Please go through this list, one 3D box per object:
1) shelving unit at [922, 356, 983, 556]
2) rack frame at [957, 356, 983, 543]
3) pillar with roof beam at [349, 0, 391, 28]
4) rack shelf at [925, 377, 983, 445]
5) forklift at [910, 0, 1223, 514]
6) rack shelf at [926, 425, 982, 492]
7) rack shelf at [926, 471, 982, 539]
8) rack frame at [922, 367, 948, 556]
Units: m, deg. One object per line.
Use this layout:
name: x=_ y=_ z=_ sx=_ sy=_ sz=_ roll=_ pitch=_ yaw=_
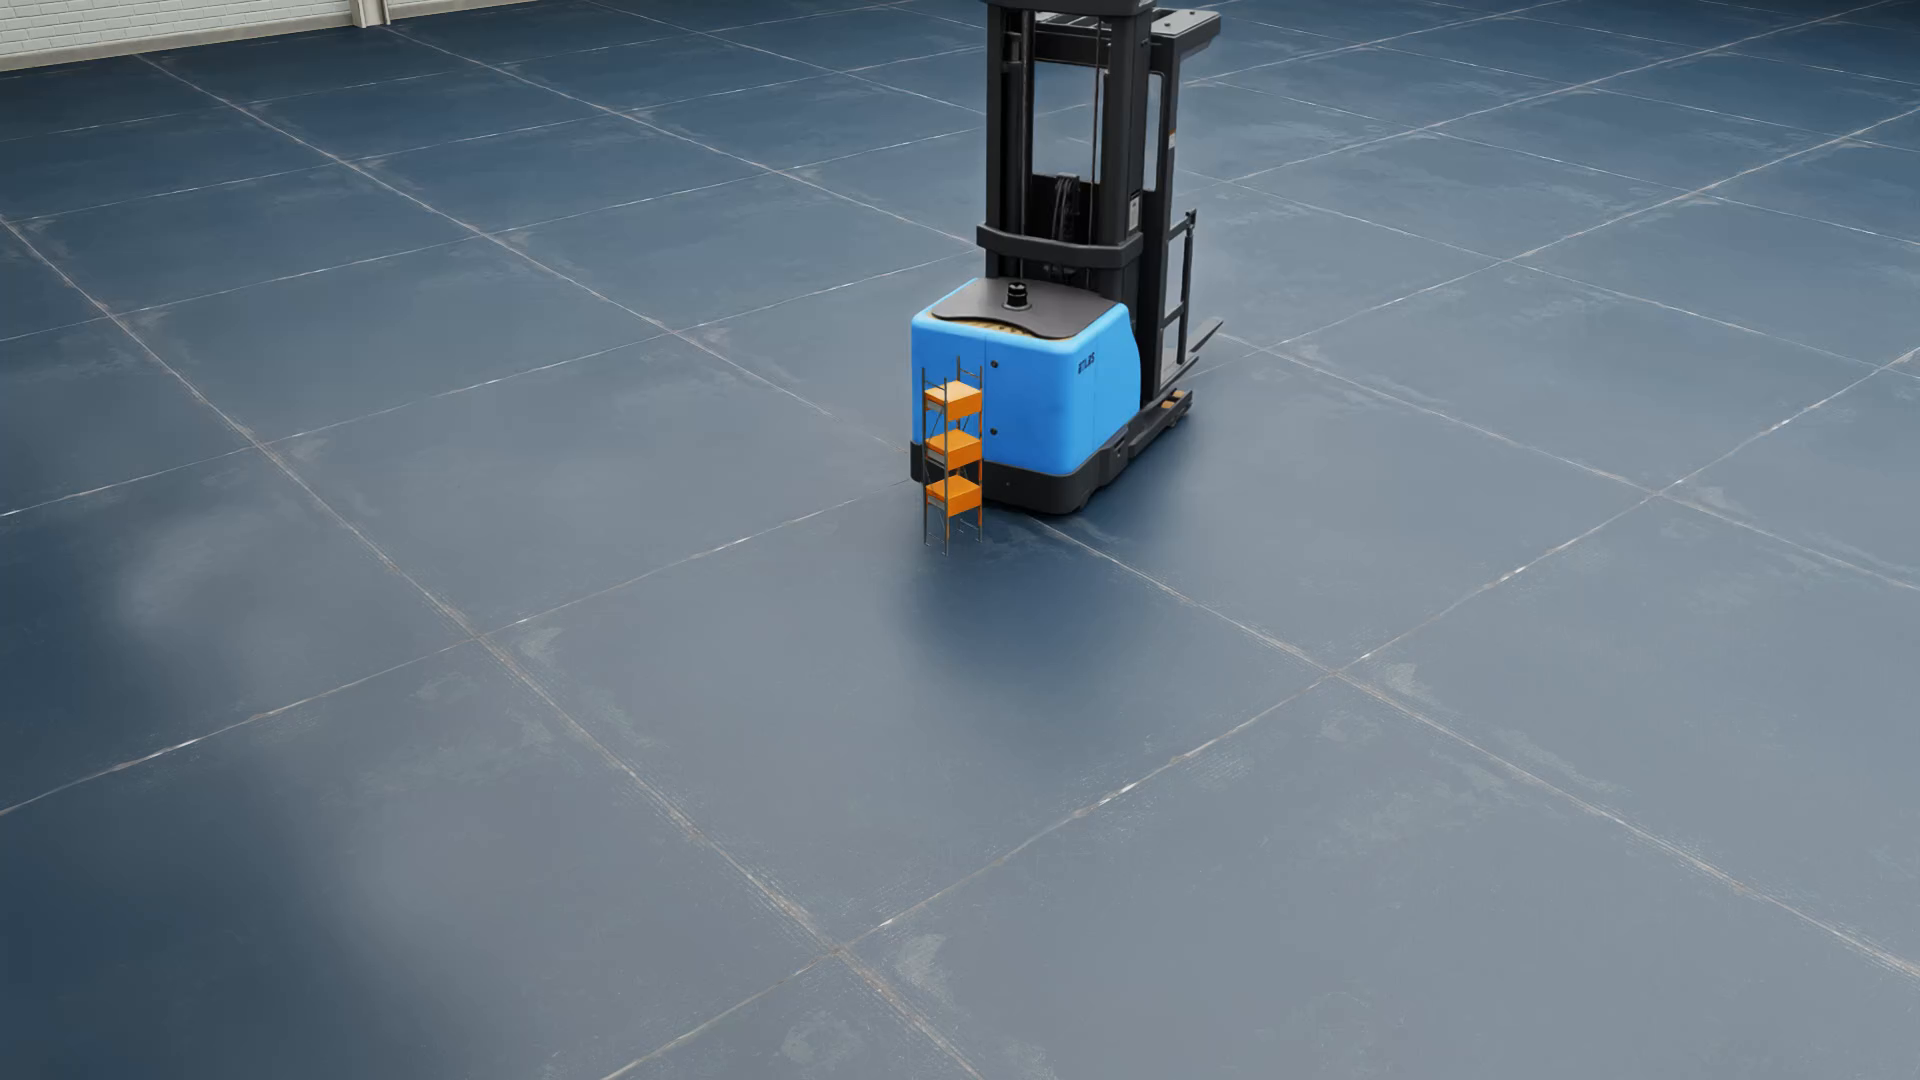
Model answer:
shelving unit: x=-0.041 y=-0.447 z=8.972 sx=0.252 sy=1.050 sz=0.215 roll=-22 pitch=35 yaw=-35
rack frame: x=0.052 y=-0.484 z=9.042 sx=0.008 sy=1.050 sz=0.200 roll=-22 pitch=35 yaw=-35
pillar with roof beam: x=-5.004 y=-9.263 z=17.036 sx=0.400 sy=9.000 sz=9.100 roll=-22 pitch=35 yaw=-35
rack shelf: x=-0.041 y=-0.688 z=8.843 sx=0.240 sy=0.259 sz=0.215 roll=-22 pitch=35 yaw=-35
forklift: x=0.847 y=-2.102 z=10.073 sx=1.130 sy=2.935 sz=3.031 roll=14 pitch=31 yaw=24
rack shelf: x=-0.041 y=-0.437 z=8.977 sx=0.240 sy=0.259 sz=0.215 roll=-22 pitch=35 yaw=-35
rack shelf: x=-0.041 y=-0.192 z=9.108 sx=0.240 sy=0.259 sz=0.215 roll=-22 pitch=35 yaw=-35
rack frame: x=-0.134 y=-0.409 z=8.902 sx=0.008 sy=1.050 sz=0.200 roll=-22 pitch=35 yaw=-35
